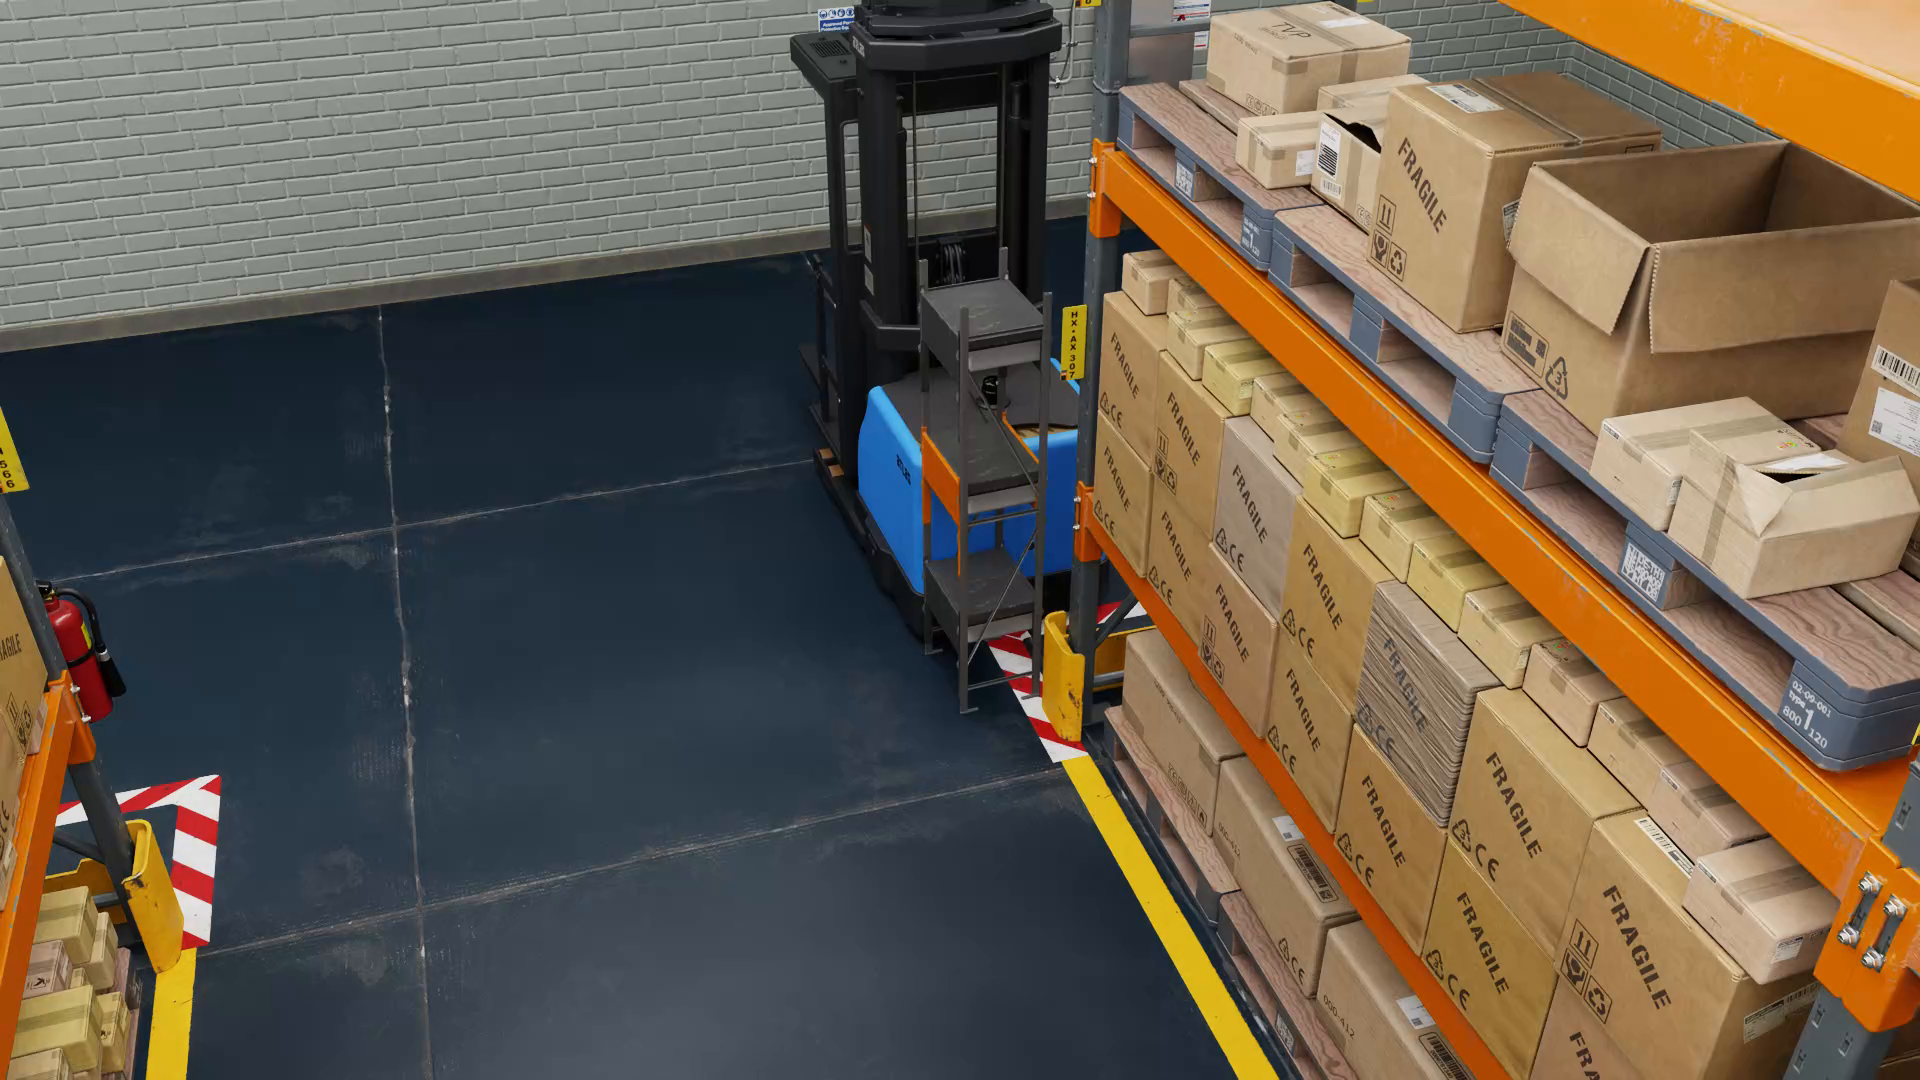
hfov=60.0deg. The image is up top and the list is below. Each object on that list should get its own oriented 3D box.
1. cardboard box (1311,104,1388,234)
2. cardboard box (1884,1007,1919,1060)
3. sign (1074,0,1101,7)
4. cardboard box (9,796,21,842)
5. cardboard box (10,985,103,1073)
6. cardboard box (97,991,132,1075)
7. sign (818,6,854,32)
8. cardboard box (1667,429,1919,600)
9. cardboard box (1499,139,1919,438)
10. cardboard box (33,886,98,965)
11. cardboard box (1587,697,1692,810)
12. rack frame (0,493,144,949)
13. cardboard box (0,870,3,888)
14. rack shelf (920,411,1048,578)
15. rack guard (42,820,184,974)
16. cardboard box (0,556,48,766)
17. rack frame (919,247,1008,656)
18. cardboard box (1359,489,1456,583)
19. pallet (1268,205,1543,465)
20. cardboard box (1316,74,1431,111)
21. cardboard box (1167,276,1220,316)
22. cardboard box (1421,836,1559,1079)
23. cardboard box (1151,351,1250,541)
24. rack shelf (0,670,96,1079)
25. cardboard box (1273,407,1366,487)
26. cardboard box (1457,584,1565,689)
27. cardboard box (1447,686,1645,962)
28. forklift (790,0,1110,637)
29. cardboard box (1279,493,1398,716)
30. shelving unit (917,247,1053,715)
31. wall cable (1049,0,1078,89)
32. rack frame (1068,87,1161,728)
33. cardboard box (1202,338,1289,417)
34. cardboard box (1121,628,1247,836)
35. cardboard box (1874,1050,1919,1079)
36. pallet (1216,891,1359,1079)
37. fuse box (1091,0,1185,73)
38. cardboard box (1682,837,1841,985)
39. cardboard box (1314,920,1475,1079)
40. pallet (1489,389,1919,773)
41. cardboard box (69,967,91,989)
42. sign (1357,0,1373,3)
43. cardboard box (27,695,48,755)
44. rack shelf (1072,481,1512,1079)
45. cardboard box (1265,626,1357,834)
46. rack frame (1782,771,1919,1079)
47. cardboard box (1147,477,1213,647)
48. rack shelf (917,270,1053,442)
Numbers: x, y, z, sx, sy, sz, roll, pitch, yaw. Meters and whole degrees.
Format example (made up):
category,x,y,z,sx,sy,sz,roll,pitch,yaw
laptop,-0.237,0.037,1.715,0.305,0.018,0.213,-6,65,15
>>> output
category,x,y,z,sx,sy,sz,roll,pitch,yaw
cardboard box,1.396,-1.123,4.937,0.500,0.311,0.500,-9,35,-14
cardboard box,2.293,0.864,4.043,0.500,0.500,0.500,-10,35,-14
sign,0.457,-2.045,5.859,0.100,0.325,0.005,-10,35,-15
cardboard box,-3.197,0.893,5.224,0.380,0.149,0.250,-10,35,-15
cardboard box,-3.071,1.657,5.507,0.380,0.149,0.250,-11,35,-16
cardboard box,-3.162,1.773,5.871,0.380,0.149,0.250,-9,35,-13
sign,-0.820,-3.580,11.521,0.327,0.218,0.001,-10,35,-15
cardboard box,1.708,-0.080,3.399,0.396,0.266,0.258,-9,34,-13
cardboard box,1.765,-0.600,3.971,0.797,0.503,0.637,-7,34,-11
cardboard box,-3.293,1.400,5.895,0.380,0.149,0.250,-10,35,-14
cardboard box,1.766,0.487,4.026,0.380,0.149,0.250,-10,35,-15
rack frame,-3.696,0.399,5.745,1.000,3.000,0.127,-10,35,-15
cardboard box,-2.998,0.962,4.533,0.500,0.500,0.500,-10,35,-15
rack shelf,0.102,-0.210,7.507,0.431,0.518,0.480,-12,35,-17
rack guard,-3.673,1.482,6.374,1.175,0.500,0.348,-10,35,-15
cardboard box,-3.314,0.426,5.344,0.500,0.500,0.500,-9,35,-14
rack frame,0.016,-0.347,7.690,0.400,2.100,0.015,-12,35,-17
cardboard box,1.391,-0.032,4.812,0.380,0.149,0.250,-10,35,-15
pallet,1.599,-0.672,4.724,1.003,0.211,1.213,-10,35,-15
cardboard box,1.414,-1.422,5.536,0.380,0.149,0.250,-13,36,-18
cardboard box,0.979,-0.857,6.060,0.380,0.149,0.250,-9,35,-14
cardboard box,1.660,1.102,4.590,0.500,0.500,0.500,-11,35,-16
cardboard box,1.027,-0.375,5.919,0.500,0.500,0.500,-11,35,-16
rack shelf,-3.086,1.749,4.354,1.077,0.370,4.000,-10,35,-15
cardboard box,1.213,-0.299,5.216,0.380,0.149,0.250,-10,35,-14
cardboard box,1.561,0.231,4.412,0.380,0.149,0.250,-10,35,-15
cardboard box,1.653,0.686,4.313,0.500,0.500,0.500,-11,35,-15
forklift,-0.207,-1.551,8.758,1.130,2.935,3.031,-11,35,-16
cardboard box,1.344,0.155,5.116,0.500,0.500,0.500,-10,35,-15
shelving unit,0.102,-0.221,7.499,0.431,2.100,0.503,-12,35,-17
wall cable,0.592,-4.111,11.649,0.588,1.984,0.122,-10,35,-15
rack frame,0.987,-0.486,7.085,1.000,3.000,0.127,-10,35,-15
cardboard box,1.047,-0.566,5.620,0.380,0.149,0.250,-11,35,-16
cardboard box,1.284,0.737,7.176,0.875,0.438,0.875,-11,35,-16
cardboard box,2.313,1.282,4.319,0.500,0.500,0.500,-9,34,-13
pallet,1.674,1.723,6.271,1.003,0.211,1.213,-10,35,-15
fuse box,1.290,-3.182,12.333,0.539,1.711,0.414,-10,35,-15
cardboard box,1.810,0.776,3.588,0.380,0.149,0.250,-11,35,-16
cardboard box,1.844,1.690,5.735,0.875,0.438,0.875,-11,35,-16
pallet,1.968,-0.032,3.757,1.003,0.211,1.213,-10,35,-15
cardboard box,-3.235,1.665,5.765,0.380,0.149,0.250,-11,35,-16
sign,1.508,-2.158,6.163,0.100,0.325,0.005,-10,35,-15
cardboard box,-3.328,0.627,5.627,0.380,0.149,0.250,-10,35,-15
rack shelf,1.597,0.864,5.694,1.077,0.370,4.000,-10,35,-15
cardboard box,1.348,0.563,5.405,0.500,0.500,0.500,-9,34,-13
rack frame,2.207,1.614,3.907,1.000,3.000,0.127,-10,35,-15
cardboard box,1.041,0.033,6.208,0.500,0.500,0.500,-10,35,-15
rack shelf,0.102,-0.794,7.121,0.431,0.518,0.480,-12,35,-17
